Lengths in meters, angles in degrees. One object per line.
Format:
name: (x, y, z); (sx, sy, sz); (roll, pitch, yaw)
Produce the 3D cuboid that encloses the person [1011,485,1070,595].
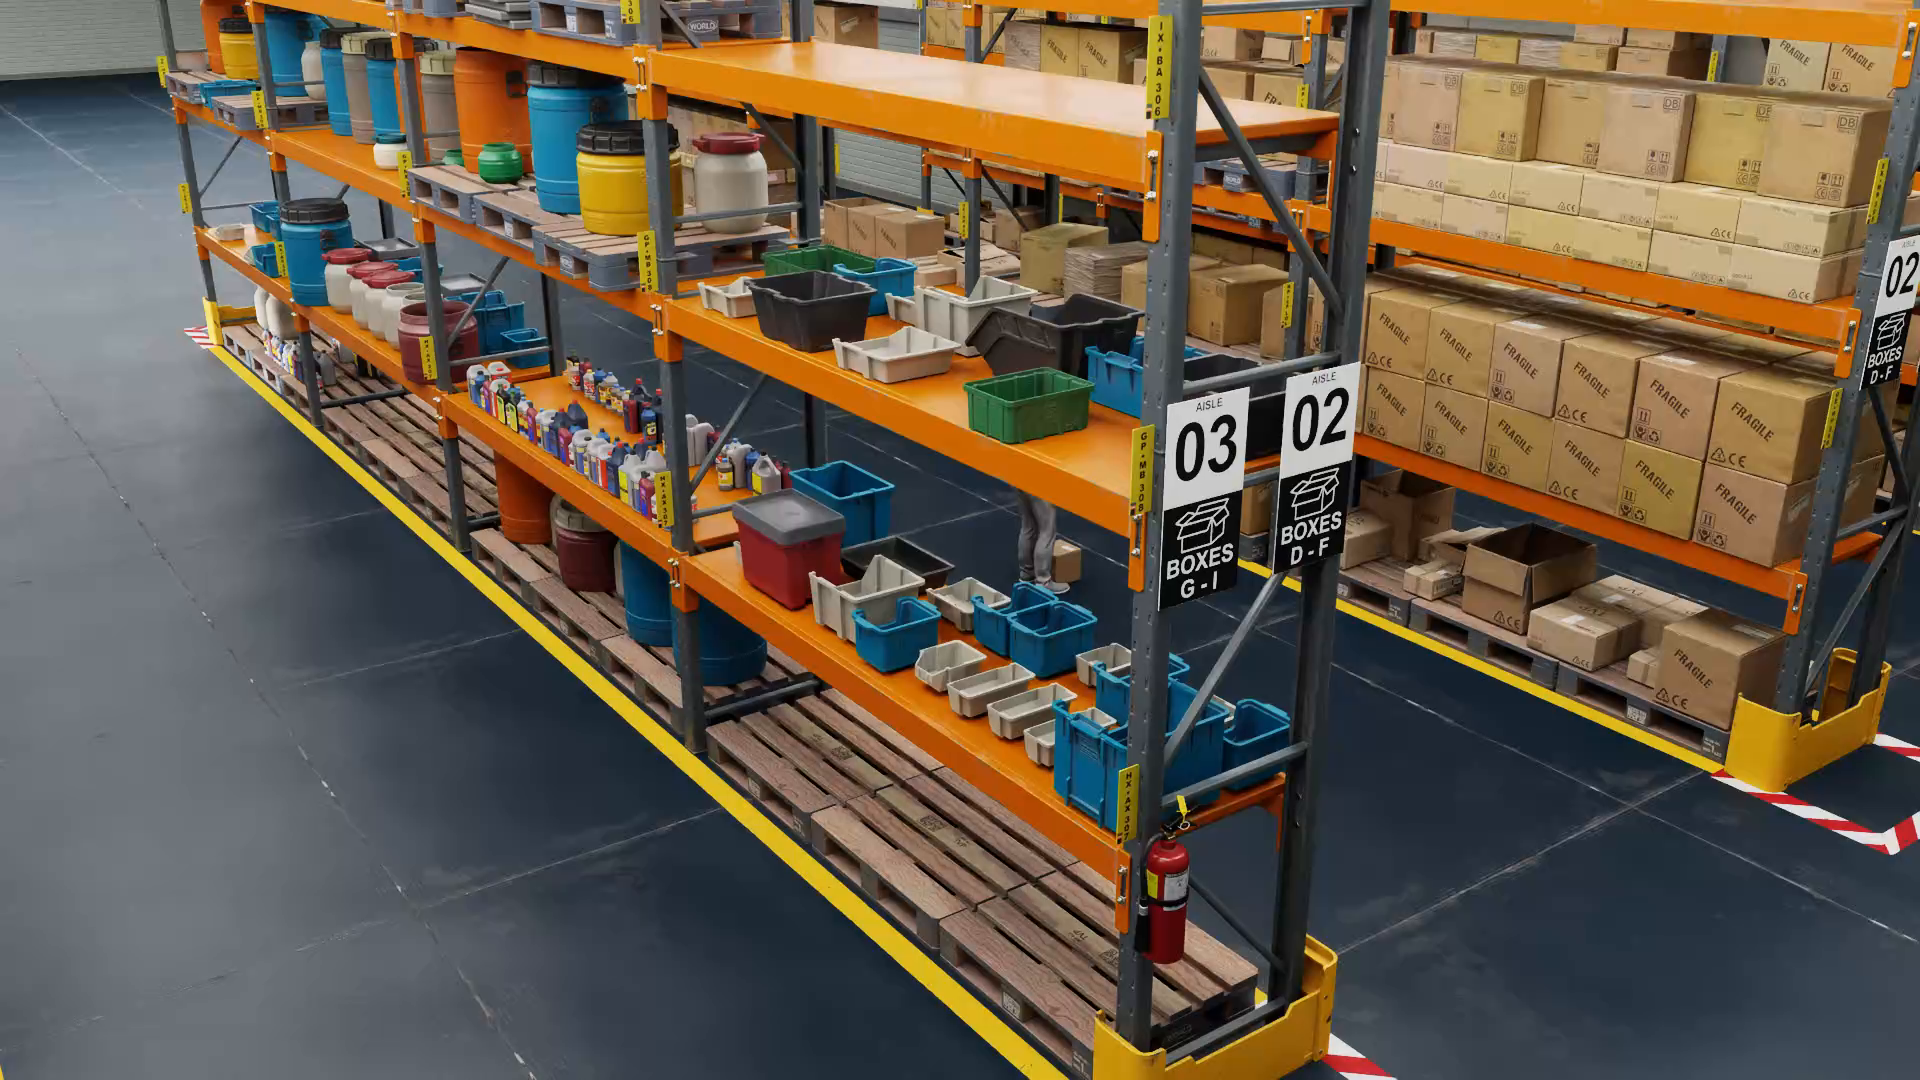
person: (0.565, -0.433, 12.179); (0.403, 1.664, 0.528); (-15, 26, -33)
